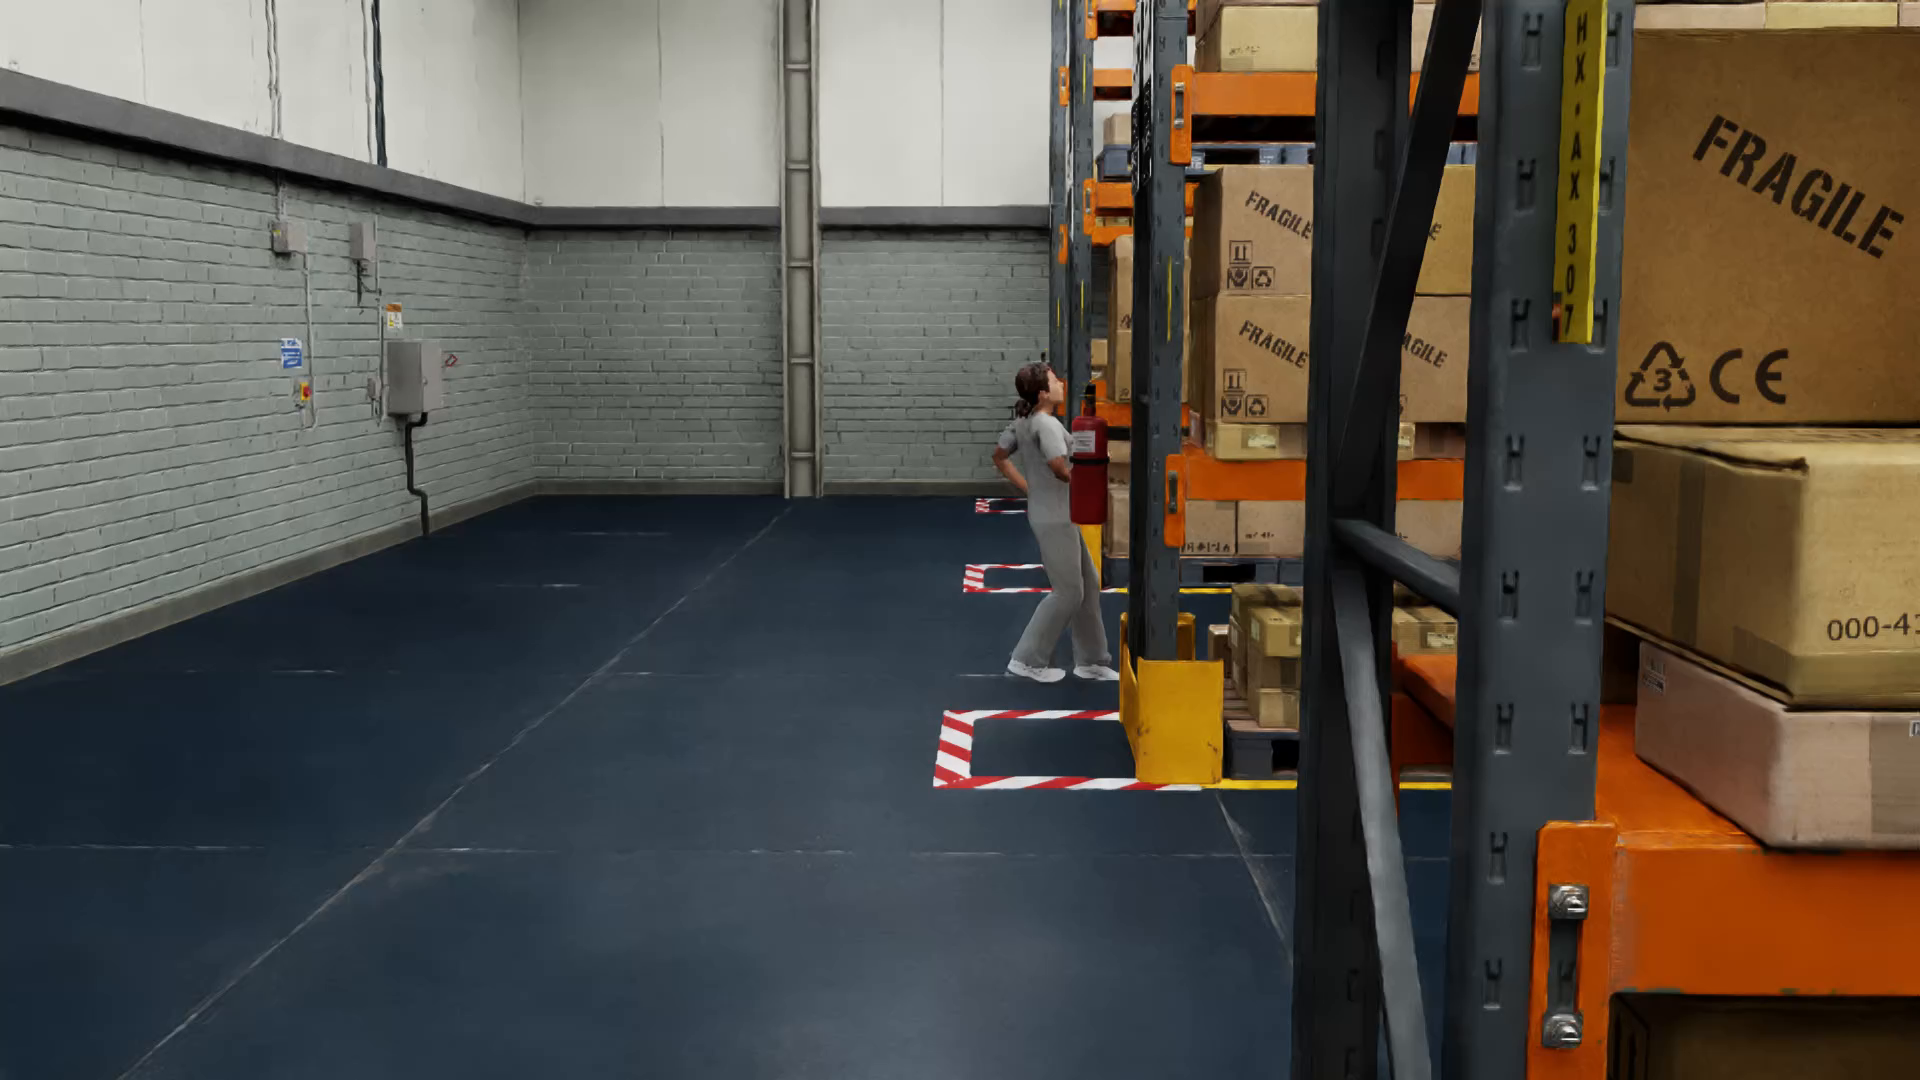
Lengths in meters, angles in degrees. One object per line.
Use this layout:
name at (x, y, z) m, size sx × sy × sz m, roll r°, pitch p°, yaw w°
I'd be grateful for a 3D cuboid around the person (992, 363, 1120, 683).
person at (0.536, -0.060, 8.482) m, size 0.701 × 1.678 × 0.543 m, roll -1°, pitch 7°, yaw -4°
